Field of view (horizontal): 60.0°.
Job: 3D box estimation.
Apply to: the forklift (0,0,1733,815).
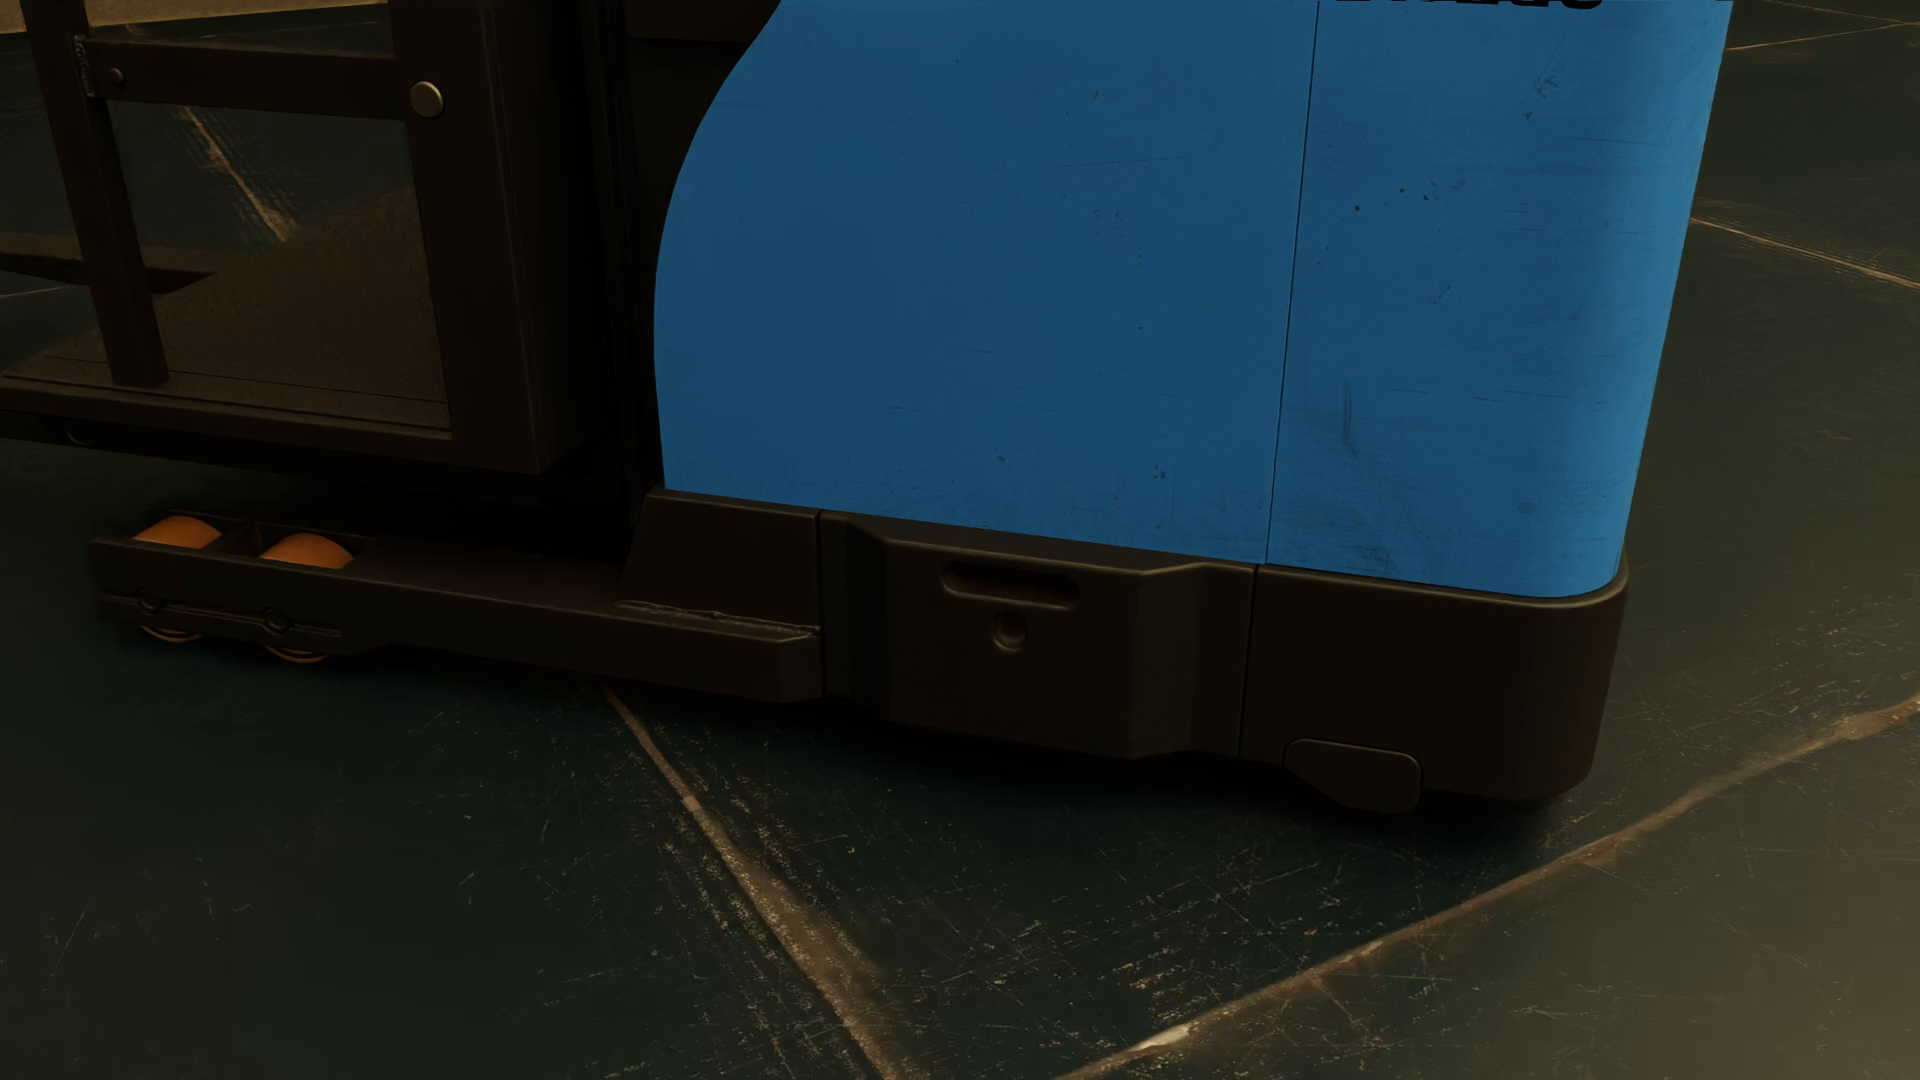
[{"bbox_3d":[-0.639,-1.366,1.953,3.031,2.935,1.130,7,28,14],"label":"forklift"}]
